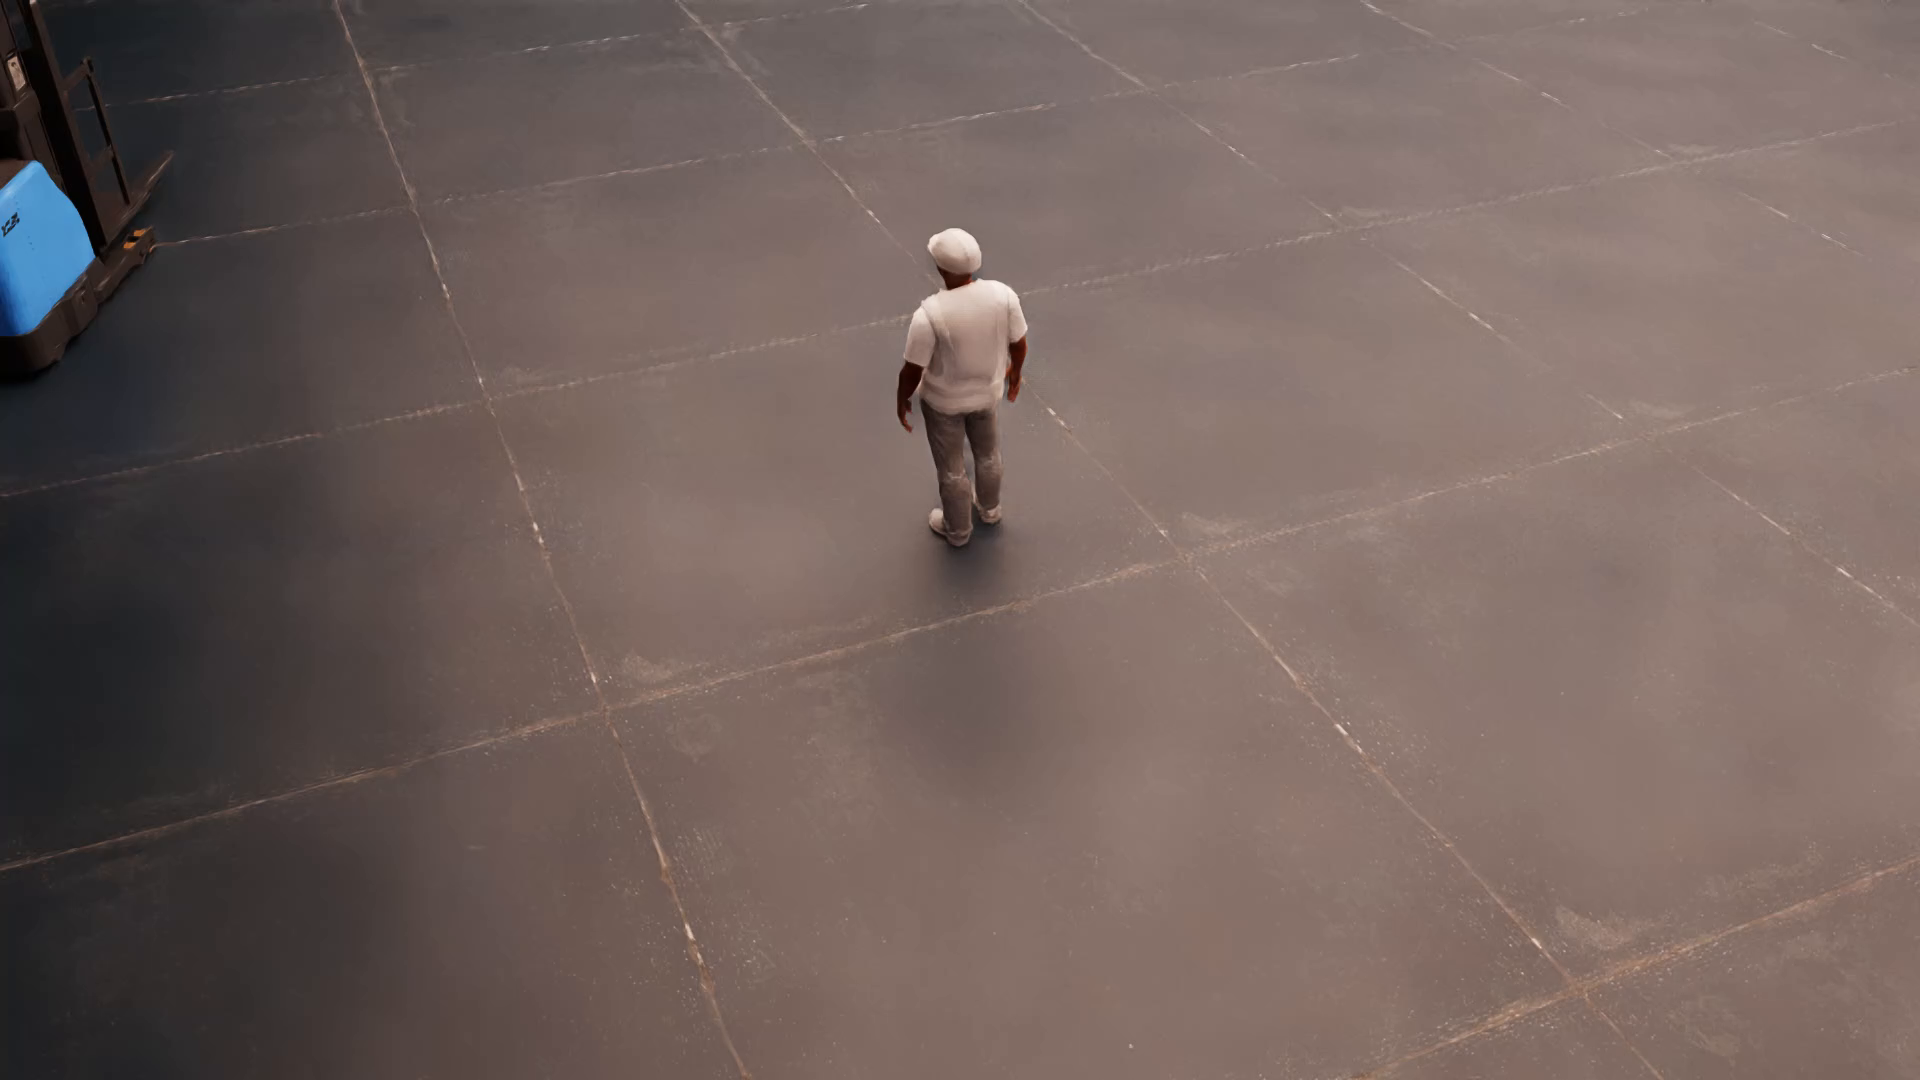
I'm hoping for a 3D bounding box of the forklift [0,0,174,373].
[{"bbox_3d":[-6.066,-2.998,10.315,1.130,2.935,3.031,-2,35,-2],"label":"forklift"}]

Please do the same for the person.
[{"bbox_3d":[-0.022,-0.764,8.166,0.665,1.766,0.576,-14,38,-19],"label":"person"}]
